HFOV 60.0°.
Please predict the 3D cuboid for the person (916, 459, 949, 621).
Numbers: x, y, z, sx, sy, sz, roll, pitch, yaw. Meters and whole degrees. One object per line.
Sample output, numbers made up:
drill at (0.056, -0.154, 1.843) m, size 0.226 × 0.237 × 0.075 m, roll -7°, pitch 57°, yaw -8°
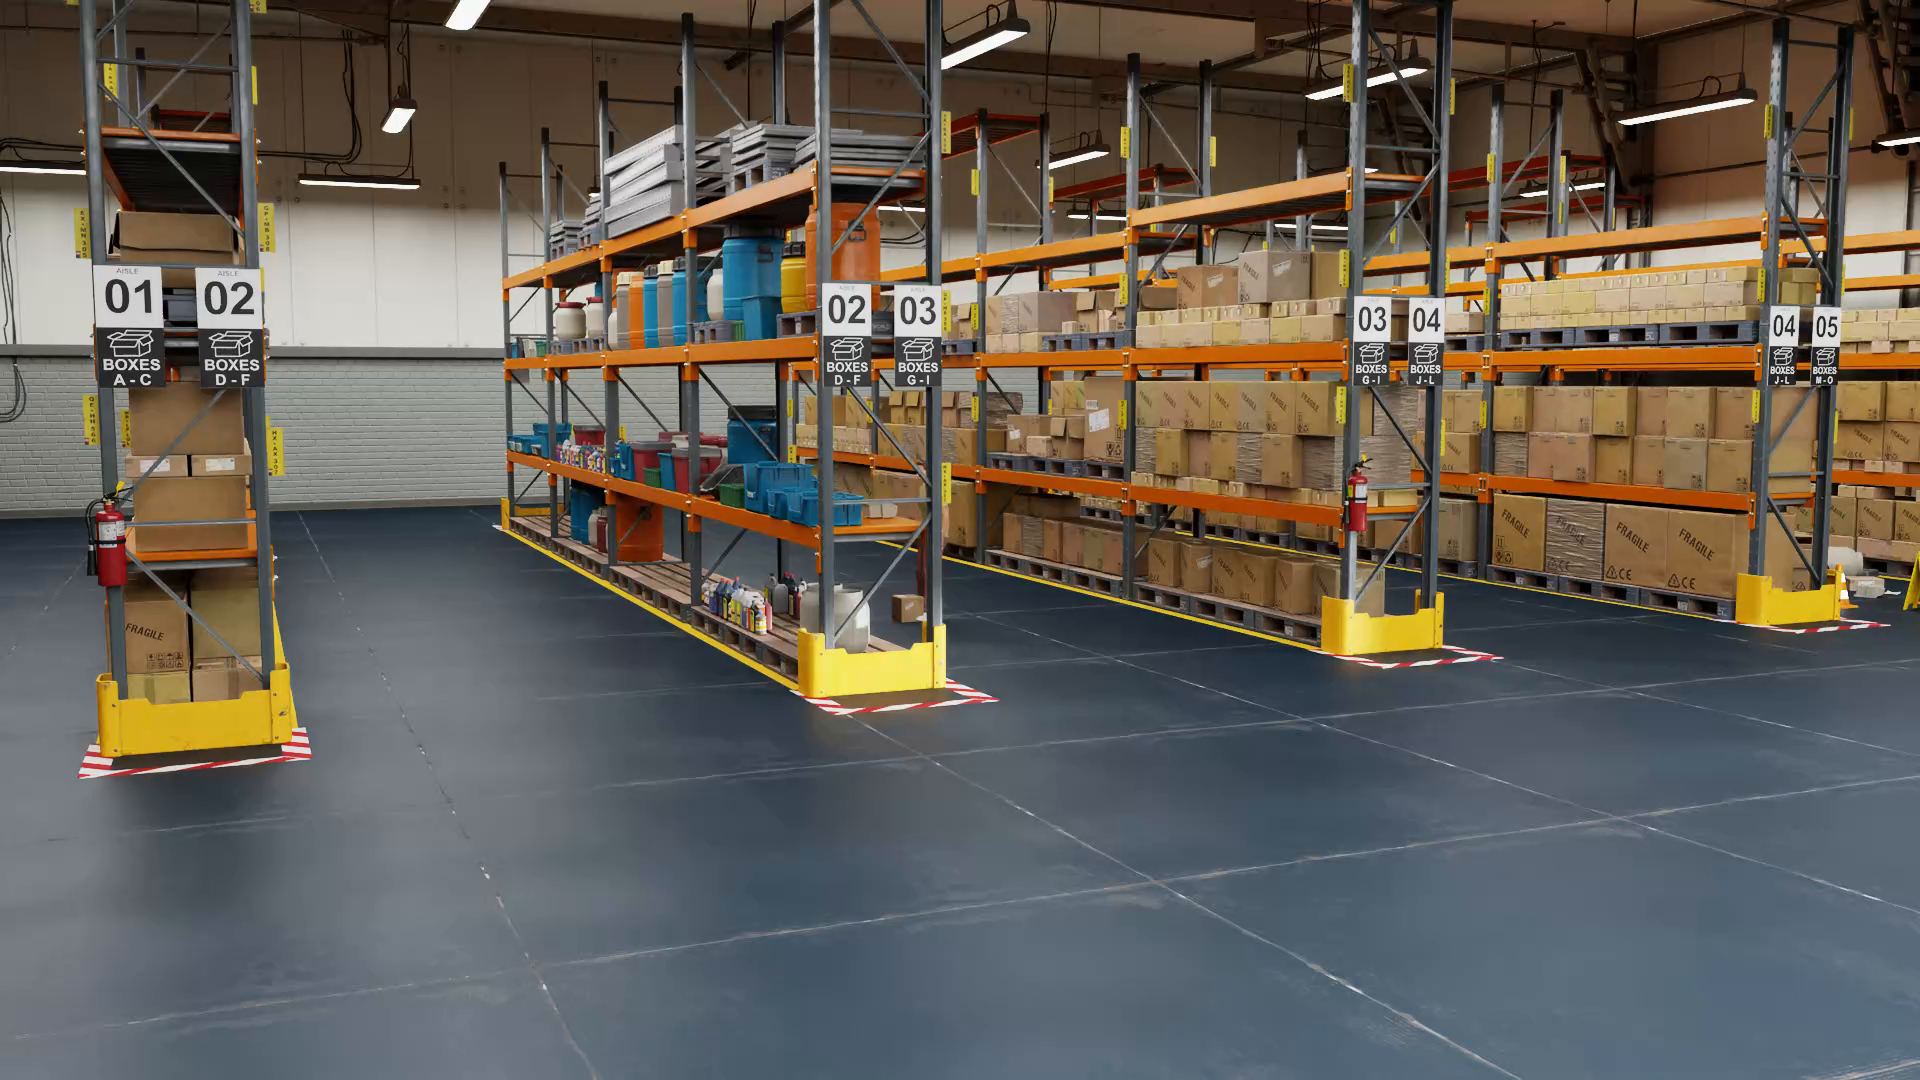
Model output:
person at (-0.336, -0.014, 17.121) m, size 0.417 × 1.671 × 0.519 m, roll -3°, pitch 6°, yaw -27°
